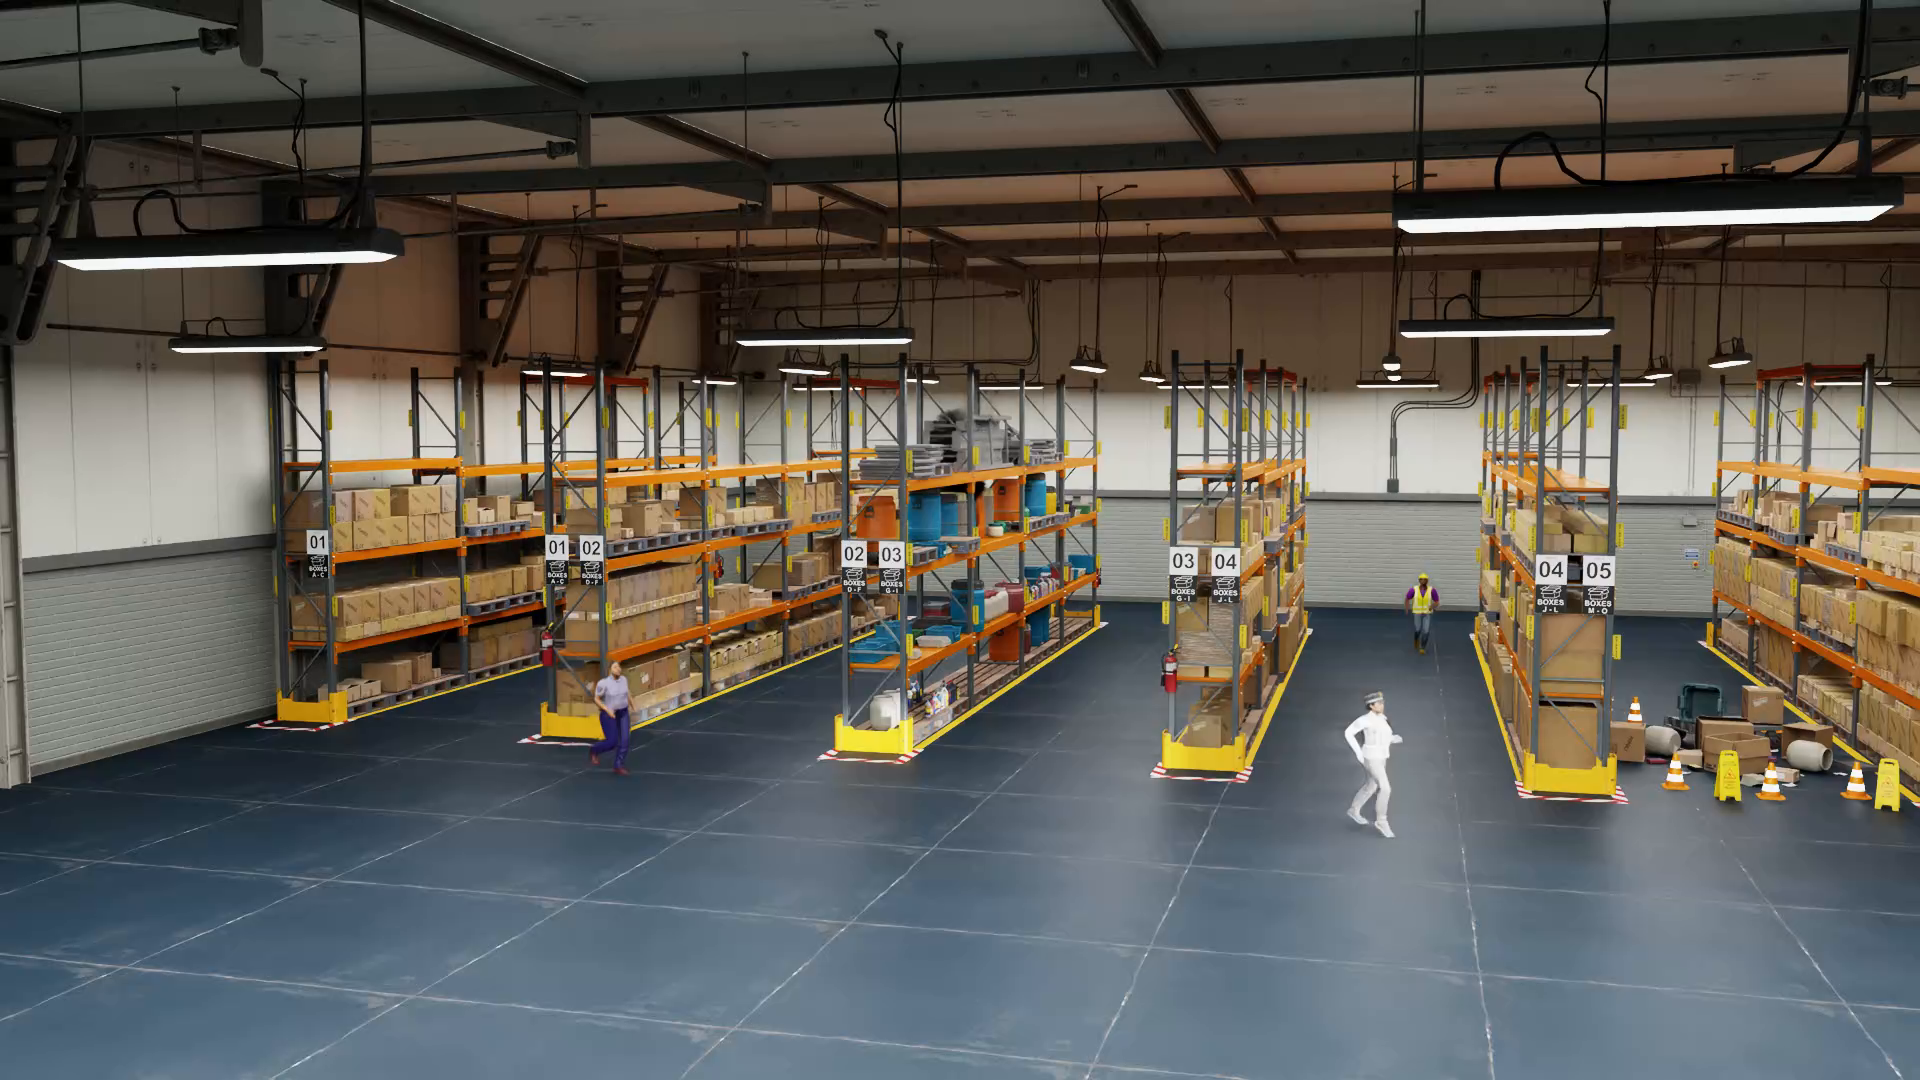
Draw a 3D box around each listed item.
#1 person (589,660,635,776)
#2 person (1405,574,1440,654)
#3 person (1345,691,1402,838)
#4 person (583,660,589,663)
[{"bbox_3d":[-4.910,2.512,23.639,0.601,1.630,0.608,4,6,44],"label":"person"},{"bbox_3d":[9.911,1.577,35.648,0.707,1.718,0.576,1,4,13],"label":"person"},{"bbox_3d":[5.025,2.703,20.220,0.761,1.753,0.581,4,6,43],"label":"person"},{"bbox_3d":[-6.986,1.869,31.229,0.651,1.744,0.609,1,4,13],"label":"person"}]
